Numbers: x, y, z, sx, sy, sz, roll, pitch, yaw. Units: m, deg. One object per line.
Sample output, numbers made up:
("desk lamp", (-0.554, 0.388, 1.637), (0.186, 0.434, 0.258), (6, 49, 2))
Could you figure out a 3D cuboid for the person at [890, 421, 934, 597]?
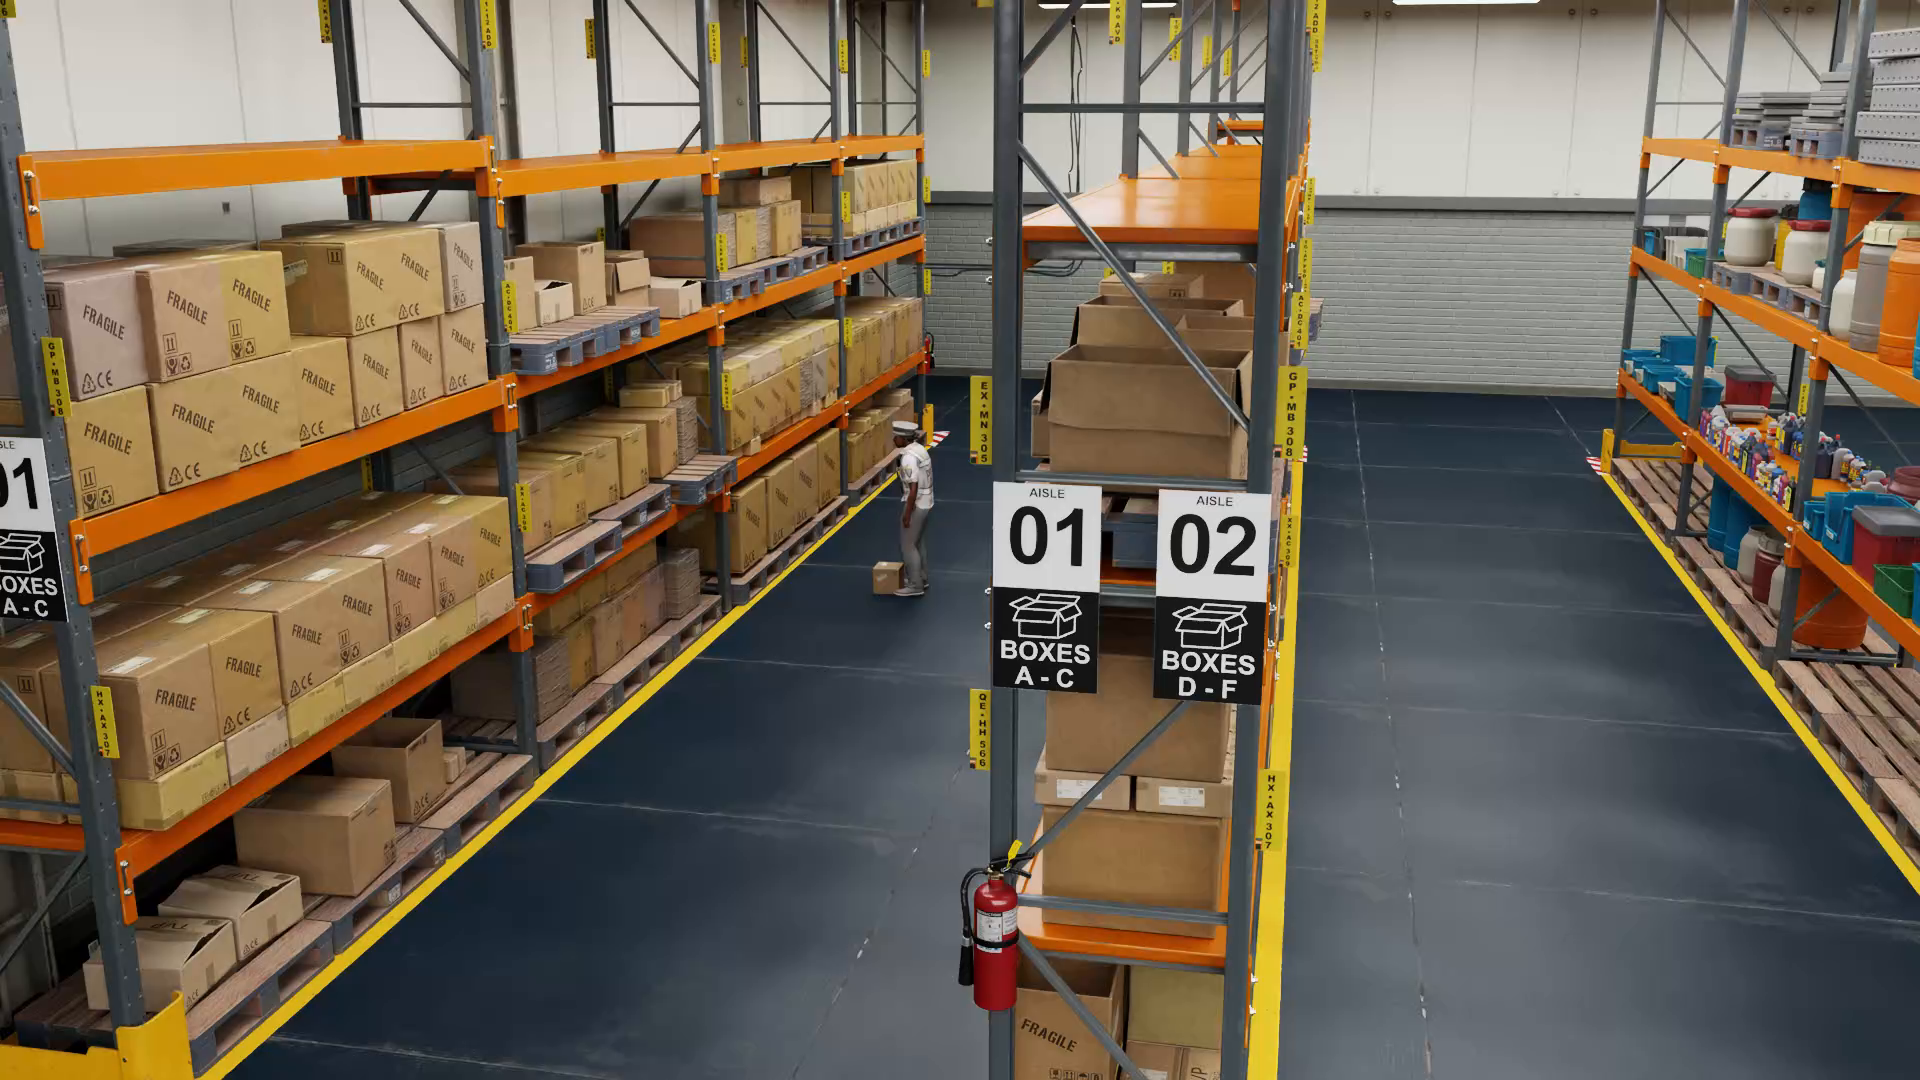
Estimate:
("person", (-0.448, -0.305, 15.672), (0.395, 1.658, 0.524), (2, 15, 8))
